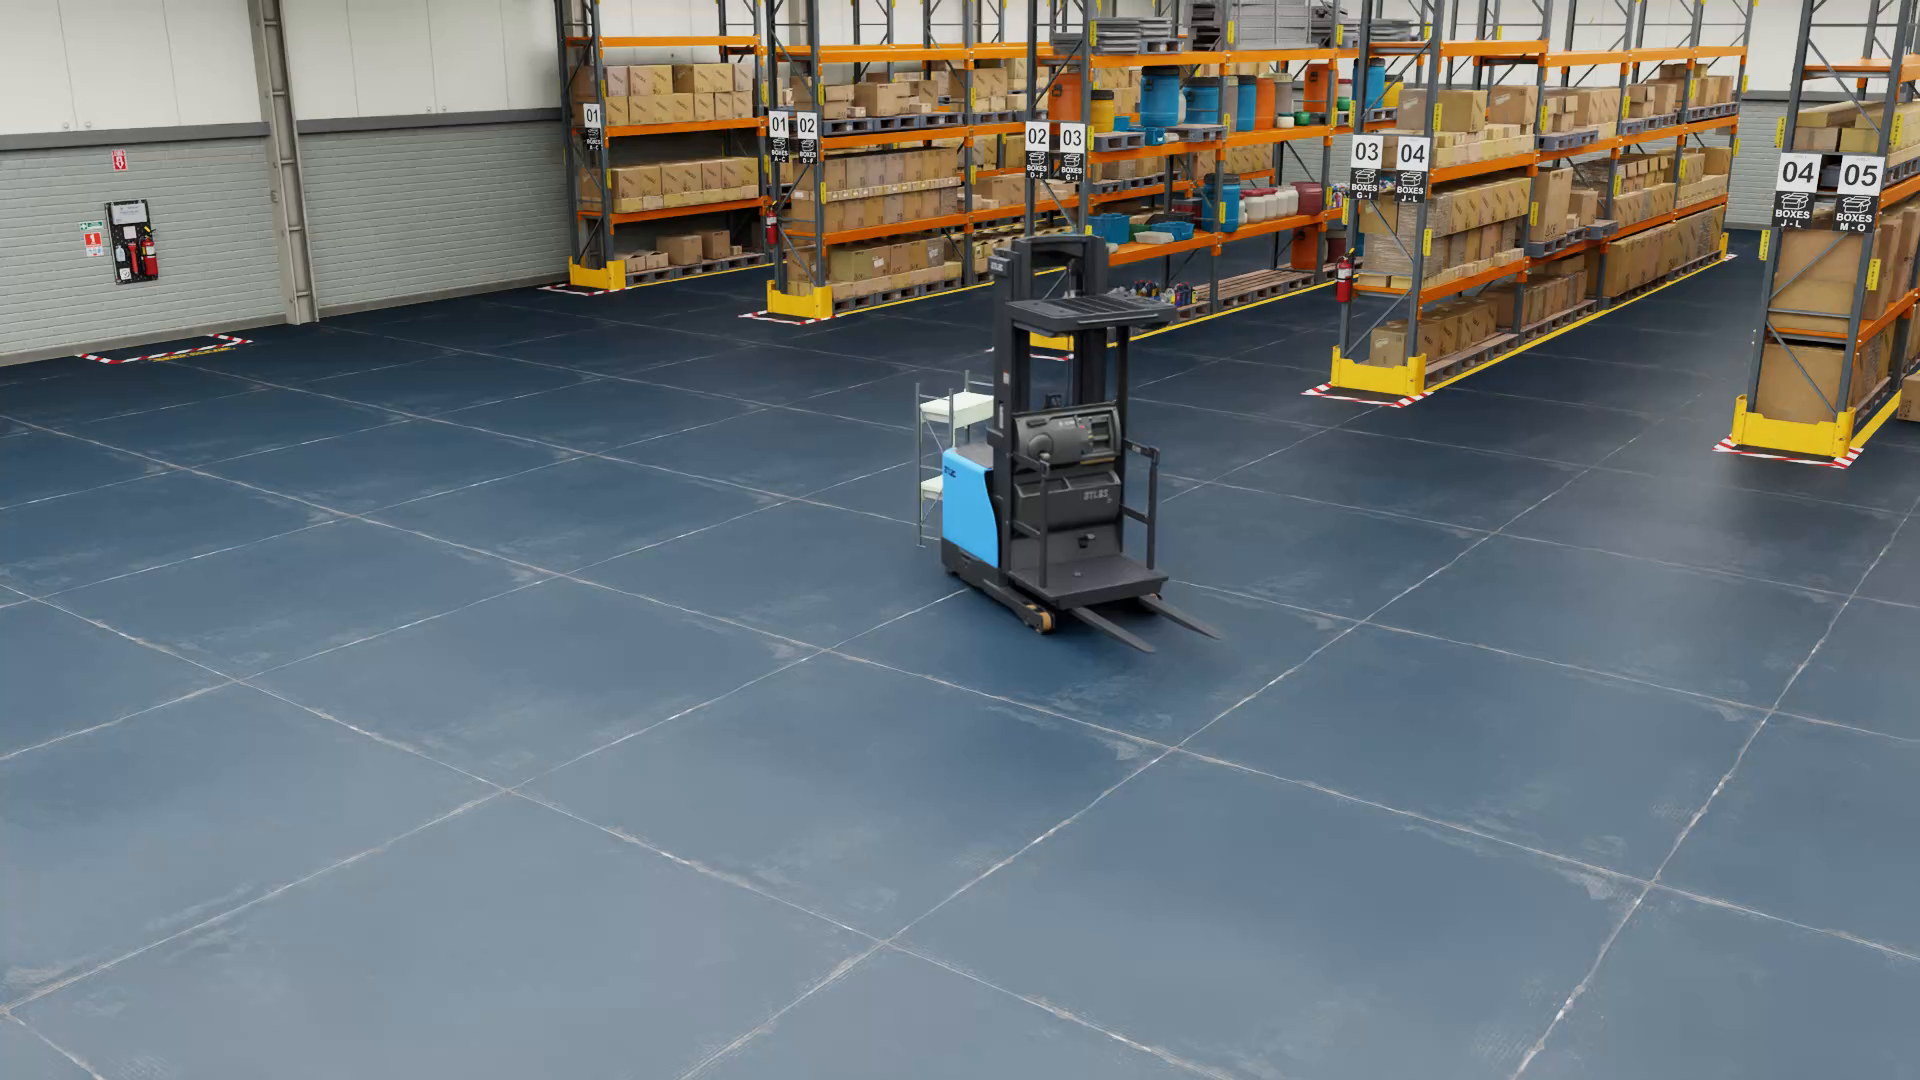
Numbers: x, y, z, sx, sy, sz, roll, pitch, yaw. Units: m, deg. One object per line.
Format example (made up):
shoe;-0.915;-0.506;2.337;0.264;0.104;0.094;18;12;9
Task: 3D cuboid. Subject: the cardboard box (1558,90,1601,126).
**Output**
cardboard box;9.434;-6.603;25.384;0.500;0.500;0.500;13;21;36

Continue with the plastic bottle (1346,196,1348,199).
plastic bottle;7.107;-6.272;30.723;0.097;0.201;0.097;0;17;0

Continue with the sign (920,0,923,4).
sign;-0.658;-9.521;29.028;0.100;0.325;0.005;12;21;35

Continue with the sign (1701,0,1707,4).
sign;12.948;-9.489;28.925;0.100;0.325;0.005;12;21;35

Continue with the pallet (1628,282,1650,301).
pallet;11.379;-4.413;29.104;1.003;0.211;1.213;12;21;35

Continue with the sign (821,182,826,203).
sign;-2.157;-5.478;26.240;0.100;0.325;0.005;12;21;35

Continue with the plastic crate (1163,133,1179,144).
plastic crate;3.129;-6.056;25.080;0.243;0.136;0.396;12;21;35

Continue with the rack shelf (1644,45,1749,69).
rack shelf;13.696;-9.040;31.075;1.077;0.370;4.000;12;21;35

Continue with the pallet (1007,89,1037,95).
pallet;1.066;-10.442;38.910;1.003;0.211;1.213;12;21;35

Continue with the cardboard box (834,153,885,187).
cardboard box;-1.670;-6.162;27.678;0.700;0.500;0.500;13;21;35

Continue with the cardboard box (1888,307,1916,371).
cardboard box;11.959;-2.717;22.028;1.050;0.750;0.750;12;21;34

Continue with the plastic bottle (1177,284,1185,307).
plastic bottle;3.494;-3.898;26.470;0.144;0.351;0.185;11;20;32

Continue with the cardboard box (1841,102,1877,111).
cardboard box;10.869;-5.221;20.150;0.380;0.149;0.250;12;21;34

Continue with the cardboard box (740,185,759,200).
cardboard box;-4.235;-6.725;32.068;0.500;0.250;0.500;12;21;35

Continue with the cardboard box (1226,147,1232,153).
cardboard box;5.672;-8.818;36.733;0.500;0.500;0.500;12;21;33

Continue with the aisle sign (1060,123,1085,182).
aisle sign;1.569;-5.423;23.272;0.394;0.787;0.004;12;21;35

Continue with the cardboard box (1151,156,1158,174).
cardboard box;3.730;-7.985;35.028;0.500;0.500;0.700;-16;23;-42

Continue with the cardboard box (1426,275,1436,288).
cardboard box;5.880;-3.337;21.362;0.380;0.149;0.250;12;21;35

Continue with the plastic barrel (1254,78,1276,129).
plastic barrel;5.090;-7.480;28.499;0.600;0.830;0.708;12;21;35

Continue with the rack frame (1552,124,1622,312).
rack frame;10.121;-5.281;27.197;1.000;3.000;0.127;12;21;35

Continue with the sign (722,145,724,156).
sign;-4.644;-7.604;32.726;0.100;0.325;0.005;12;21;35

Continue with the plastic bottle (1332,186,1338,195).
plastic bottle;7.164;-6.634;31.771;0.097;0.271;0.097;0;17;0

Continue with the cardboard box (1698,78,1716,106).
cardboard box;13.672;-8.386;31.092;0.700;0.500;0.500;14;22;37

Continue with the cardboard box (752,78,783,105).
cardboard box;-3.806;-8.751;32.436;0.500;0.500;0.500;16;24;42

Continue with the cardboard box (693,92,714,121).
cardboard box;-4.910;-8.023;30.767;0.500;0.500;0.500;11;21;33

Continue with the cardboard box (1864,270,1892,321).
cardboard box;10.207;-2.889;19.241;0.875;0.550;0.550;12;21;35

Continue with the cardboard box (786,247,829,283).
cardboard box;-2.518;-4.552;27.516;0.500;0.500;0.500;12;21;35

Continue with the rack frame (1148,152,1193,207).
rack frame;4.551;-7.985;35.904;1.000;3.000;0.127;12;21;35

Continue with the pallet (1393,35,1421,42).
pallet;8.059;-9.490;31.629;1.003;0.211;1.213;12;21;35

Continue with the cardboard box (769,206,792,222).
cardboard box;-3.511;-6.612;33.693;0.500;0.250;0.500;12;21;34

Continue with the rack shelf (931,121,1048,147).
rack shelf;0.976;-7.645;30.964;1.077;0.370;4.000;12;21;35

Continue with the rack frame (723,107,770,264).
rack frame;-4.196;-6.954;32.585;1.000;3.000;0.127;12;21;35

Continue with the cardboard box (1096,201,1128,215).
cardboard box;3.173;-6.929;34.714;0.500;0.250;0.500;12;21;34

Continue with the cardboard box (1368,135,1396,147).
cardboard box;5.270;-5.048;20.970;0.380;0.149;0.250;12;21;35

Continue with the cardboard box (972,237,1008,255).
cardboard box;0.533;-5.407;30.587;0.500;0.311;0.500;12;21;34

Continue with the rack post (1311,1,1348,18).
rack post;6.529;-9.470;29.702;0.624;0.289;0.986;12;21;35

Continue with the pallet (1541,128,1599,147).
pallet;8.807;-6.047;24.922;1.213;0.211;1.003;12;21;35

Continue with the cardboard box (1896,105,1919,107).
cardboard box;11.096;-4.984;19.386;0.380;0.149;0.250;13;21;35

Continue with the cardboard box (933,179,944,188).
cardboard box;-0.508;-6.213;28.936;0.380;0.149;0.250;12;21;33

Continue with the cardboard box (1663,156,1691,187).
cardboard box;12.995;-6.731;30.353;0.500;0.500;0.500;12;21;35

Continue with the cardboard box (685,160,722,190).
cardboard box;-4.831;-6.845;31.188;0.500;0.500;0.500;12;21;33

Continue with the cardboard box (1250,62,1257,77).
cardboard box;6.276;-10.666;37.626;0.700;0.500;0.500;12;21;35

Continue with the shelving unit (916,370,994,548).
shelving unit;-0.004;-0.715;15.022;0.431;1.500;0.755;12;21;35

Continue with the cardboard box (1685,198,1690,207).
cardboard box;13.261;-6.250;30.743;0.380;0.149;0.250;13;22;36

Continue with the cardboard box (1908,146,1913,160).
cardboard box;10.492;-4.361;18.725;0.380;0.149;0.250;12;21;34

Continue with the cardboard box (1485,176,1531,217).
cardboard box;7.691;-4.839;23.420;0.500;0.500;0.500;12;21;35

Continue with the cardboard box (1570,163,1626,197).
cardboard box;10.570;-5.979;27.585;0.797;0.503;0.637;13;22;37

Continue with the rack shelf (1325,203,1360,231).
rack shelf;7.335;-6.289;31.656;1.077;0.370;4.000;12;21;35

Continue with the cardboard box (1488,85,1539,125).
cardboard box;7.675;-6.037;23.061;0.500;0.500;0.500;12;21;33

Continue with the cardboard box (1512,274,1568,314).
cardboard box;9.086;-3.863;26.105;0.700;0.500;0.500;15;23;39

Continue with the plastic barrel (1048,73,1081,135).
plastic barrel;1.564;-6.227;23.753;0.600;0.830;0.708;12;21;35

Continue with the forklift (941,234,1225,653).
forklift;0.957;-0.827;12.971;1.130;2.935;3.031;-9;19;-26

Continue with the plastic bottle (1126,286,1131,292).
plastic bottle;2.702;-3.920;26.654;0.061;0.283;0.133;14;22;37

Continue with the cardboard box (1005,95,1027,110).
cardboard box;0.973;-8.085;30.715;0.500;0.250;0.500;10;20;30

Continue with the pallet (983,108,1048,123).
pallet;1.171;-7.930;30.989;1.003;0.211;1.213;14;22;37

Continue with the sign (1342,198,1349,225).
sign;4.921;-4.182;21.174;0.100;0.325;0.005;12;21;35
